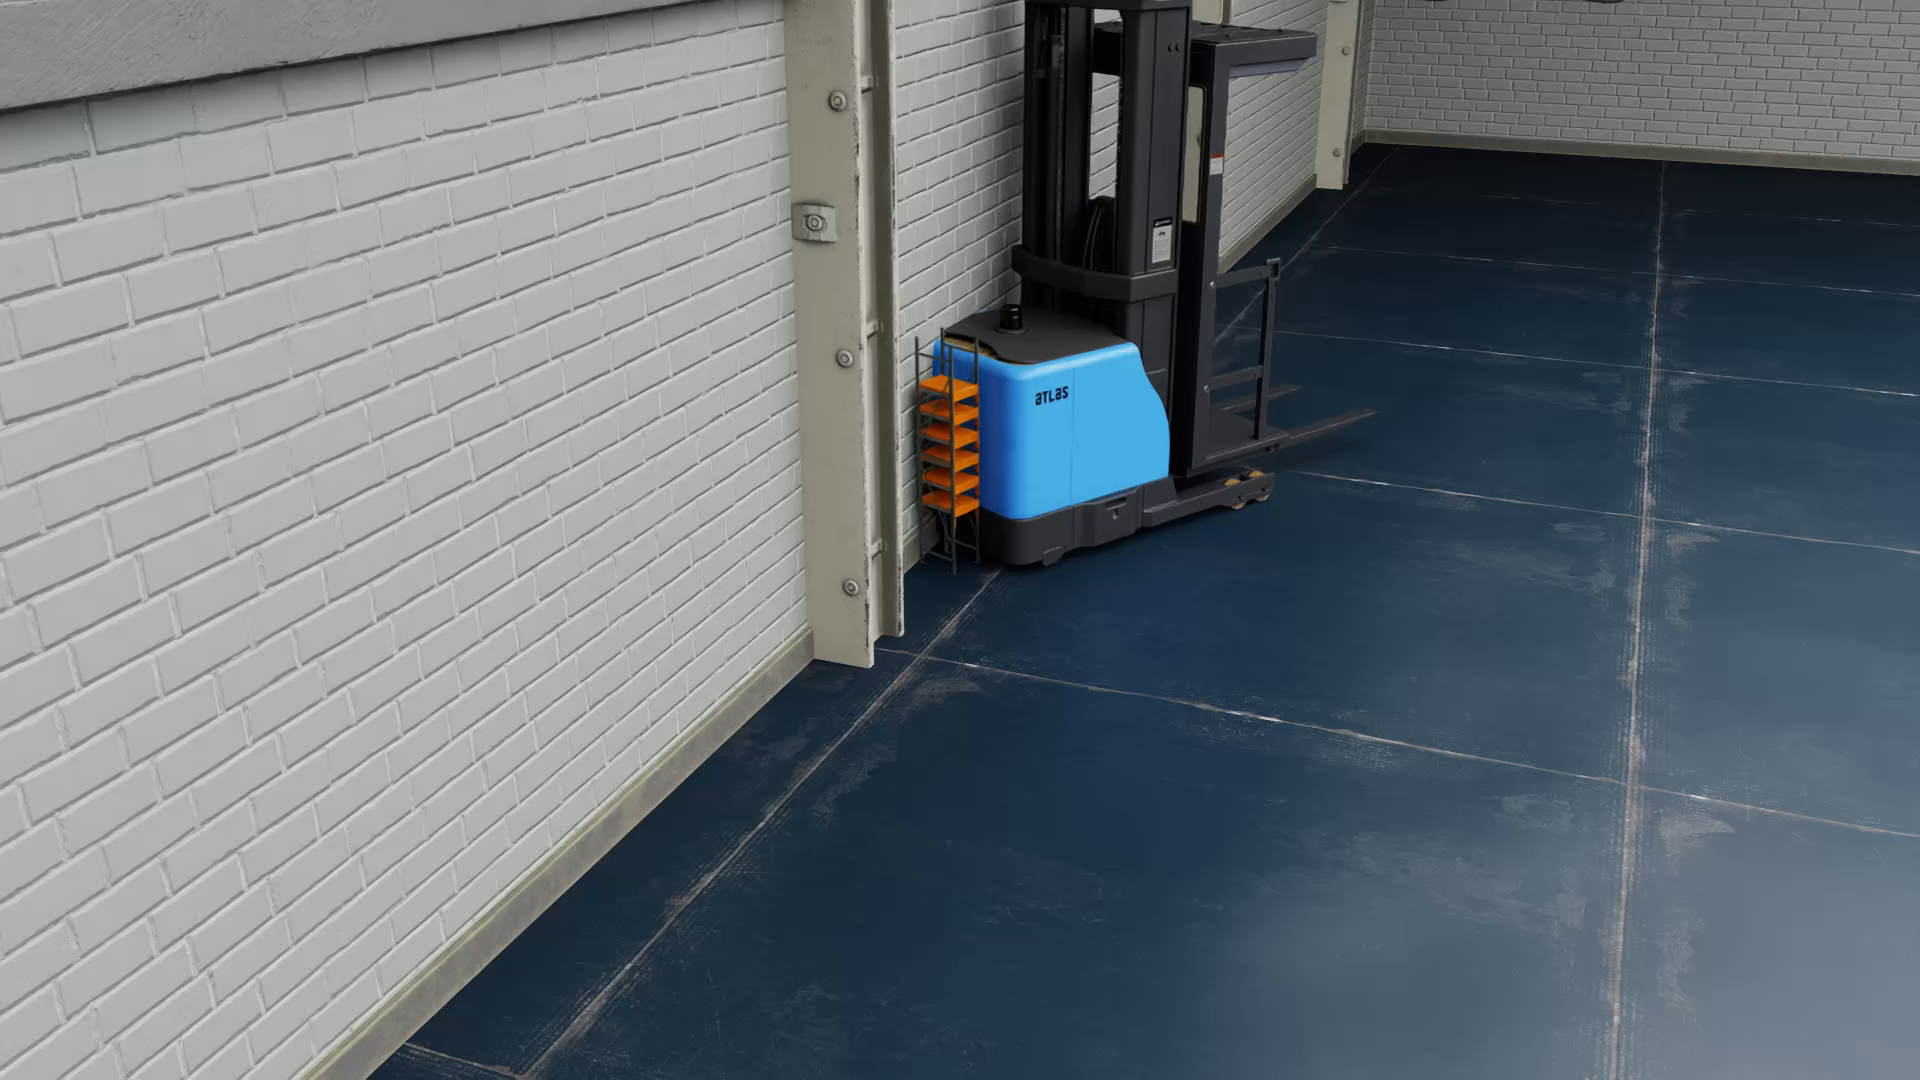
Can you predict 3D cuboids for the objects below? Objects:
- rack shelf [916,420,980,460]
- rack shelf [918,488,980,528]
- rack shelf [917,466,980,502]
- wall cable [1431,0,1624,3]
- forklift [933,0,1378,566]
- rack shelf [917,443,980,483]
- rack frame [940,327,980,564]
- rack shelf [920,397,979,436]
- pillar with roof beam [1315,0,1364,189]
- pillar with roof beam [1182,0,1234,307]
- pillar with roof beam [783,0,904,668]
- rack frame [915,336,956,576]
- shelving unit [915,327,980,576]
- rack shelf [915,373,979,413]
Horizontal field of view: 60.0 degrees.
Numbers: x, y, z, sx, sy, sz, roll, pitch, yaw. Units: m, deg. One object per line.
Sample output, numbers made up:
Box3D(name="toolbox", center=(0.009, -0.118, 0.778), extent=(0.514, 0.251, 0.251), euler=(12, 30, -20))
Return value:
Box3D(name="rack shelf", center=(-0.060, -0.496, 8.175), extent=(0.258, 0.103, 0.180), euler=(19, 31, 38))
Box3D(name="rack shelf", center=(-0.056, -0.167, 8.322), extent=(0.258, 0.103, 0.180), euler=(19, 31, 38))
Box3D(name="rack shelf", center=(-0.057, -0.277, 8.273), extent=(0.258, 0.103, 0.180), euler=(19, 31, 38))
Box3D(name="wall cable", center=(6.306, -7.401, 18.822), extent=(3.097, 2.526, 0.112), euler=(9, 24, 20))
Box3D(name="forklift", center=(1.133, -1.665, 8.932), extent=(3.031, 2.935, 1.130), euler=(-17, 28, -35))
Box3D(name="rack shelf", center=(-0.058, -0.386, 8.224), extent=(0.258, 0.103, 0.180), euler=(19, 31, 38))
Box3D(name="rack frame", center=(0.002, -0.455, 8.268), extent=(0.240, 1.200, 0.006), euler=(19, 31, 38))
Box3D(name="rack shelf", center=(-0.061, -0.605, 8.127), extent=(0.258, 0.103, 0.180), euler=(19, 31, 38))
Box3D(name="pillar with roof beam", center=(7.981, -7.353, 14.677), extent=(9.100, 9.000, 0.400), euler=(9, 24, 20))
Box3D(name="pillar with roof beam", center=(5.753, -5.206, 9.537), extent=(9.100, 9.000, 0.400), euler=(9, 24, 20))
Box3D(name="pillar with roof beam", center=(3.524, -3.058, 4.397), extent=(9.100, 9.000, 0.400), euler=(9, 24, 20))
Box3D(name="rack frame", center=(-0.120, -0.398, 8.144), extent=(0.240, 1.200, 0.006), euler=(19, 31, 38))
Box3D(name="shelving unit", center=(-0.059, -0.427, 8.206), extent=(0.258, 1.200, 0.189), euler=(19, 31, 38))
Box3D(name="rack shelf", center=(-0.062, -0.715, 8.078), extent=(0.258, 0.103, 0.180), euler=(19, 31, 38))
